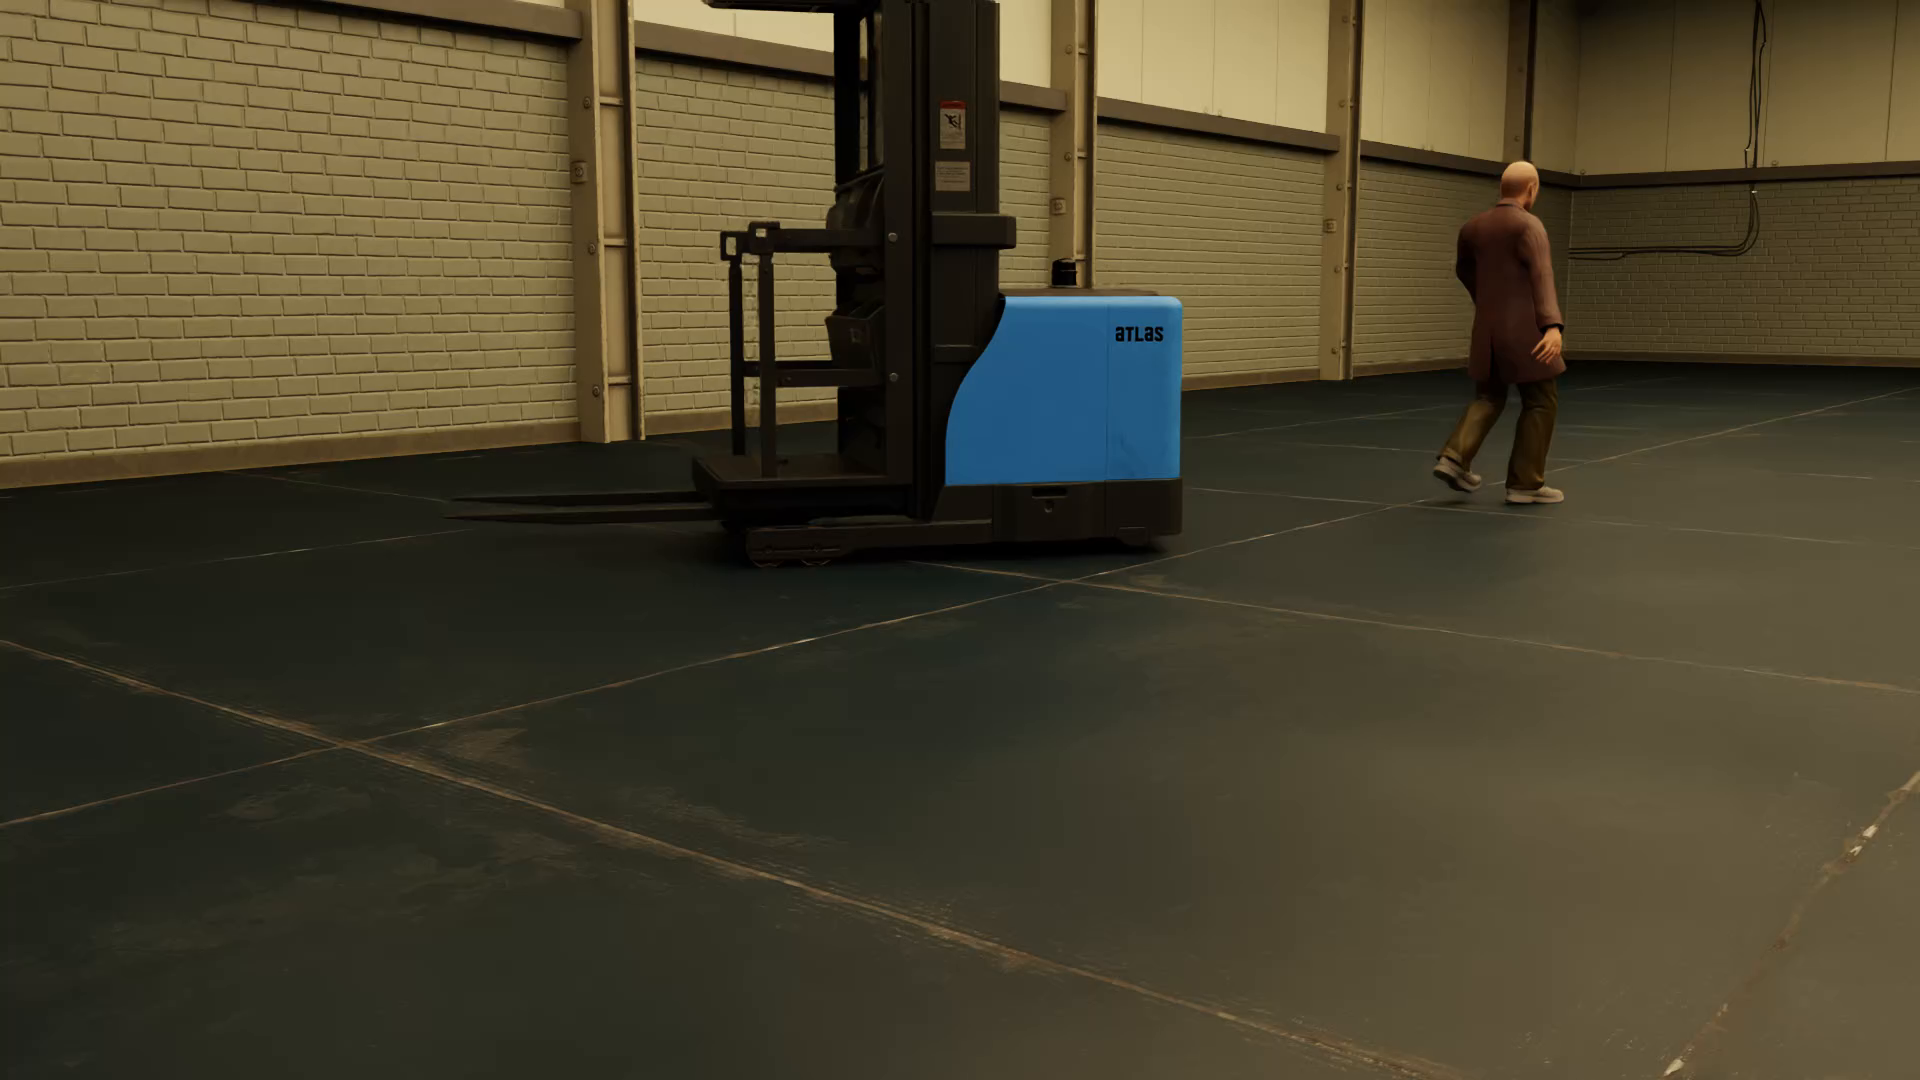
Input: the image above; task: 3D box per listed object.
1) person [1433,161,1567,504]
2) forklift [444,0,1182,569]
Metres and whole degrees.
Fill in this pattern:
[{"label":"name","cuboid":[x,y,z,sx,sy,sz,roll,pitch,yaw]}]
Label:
[{"label":"person","cuboid":[2.848,-1.062,8.613,0.746,1.762,0.913,-5,10,-29]},{"label":"forklift","cuboid":[-0.626,-1.420,6.987,3.031,2.935,1.130,-2,9,-14]}]
